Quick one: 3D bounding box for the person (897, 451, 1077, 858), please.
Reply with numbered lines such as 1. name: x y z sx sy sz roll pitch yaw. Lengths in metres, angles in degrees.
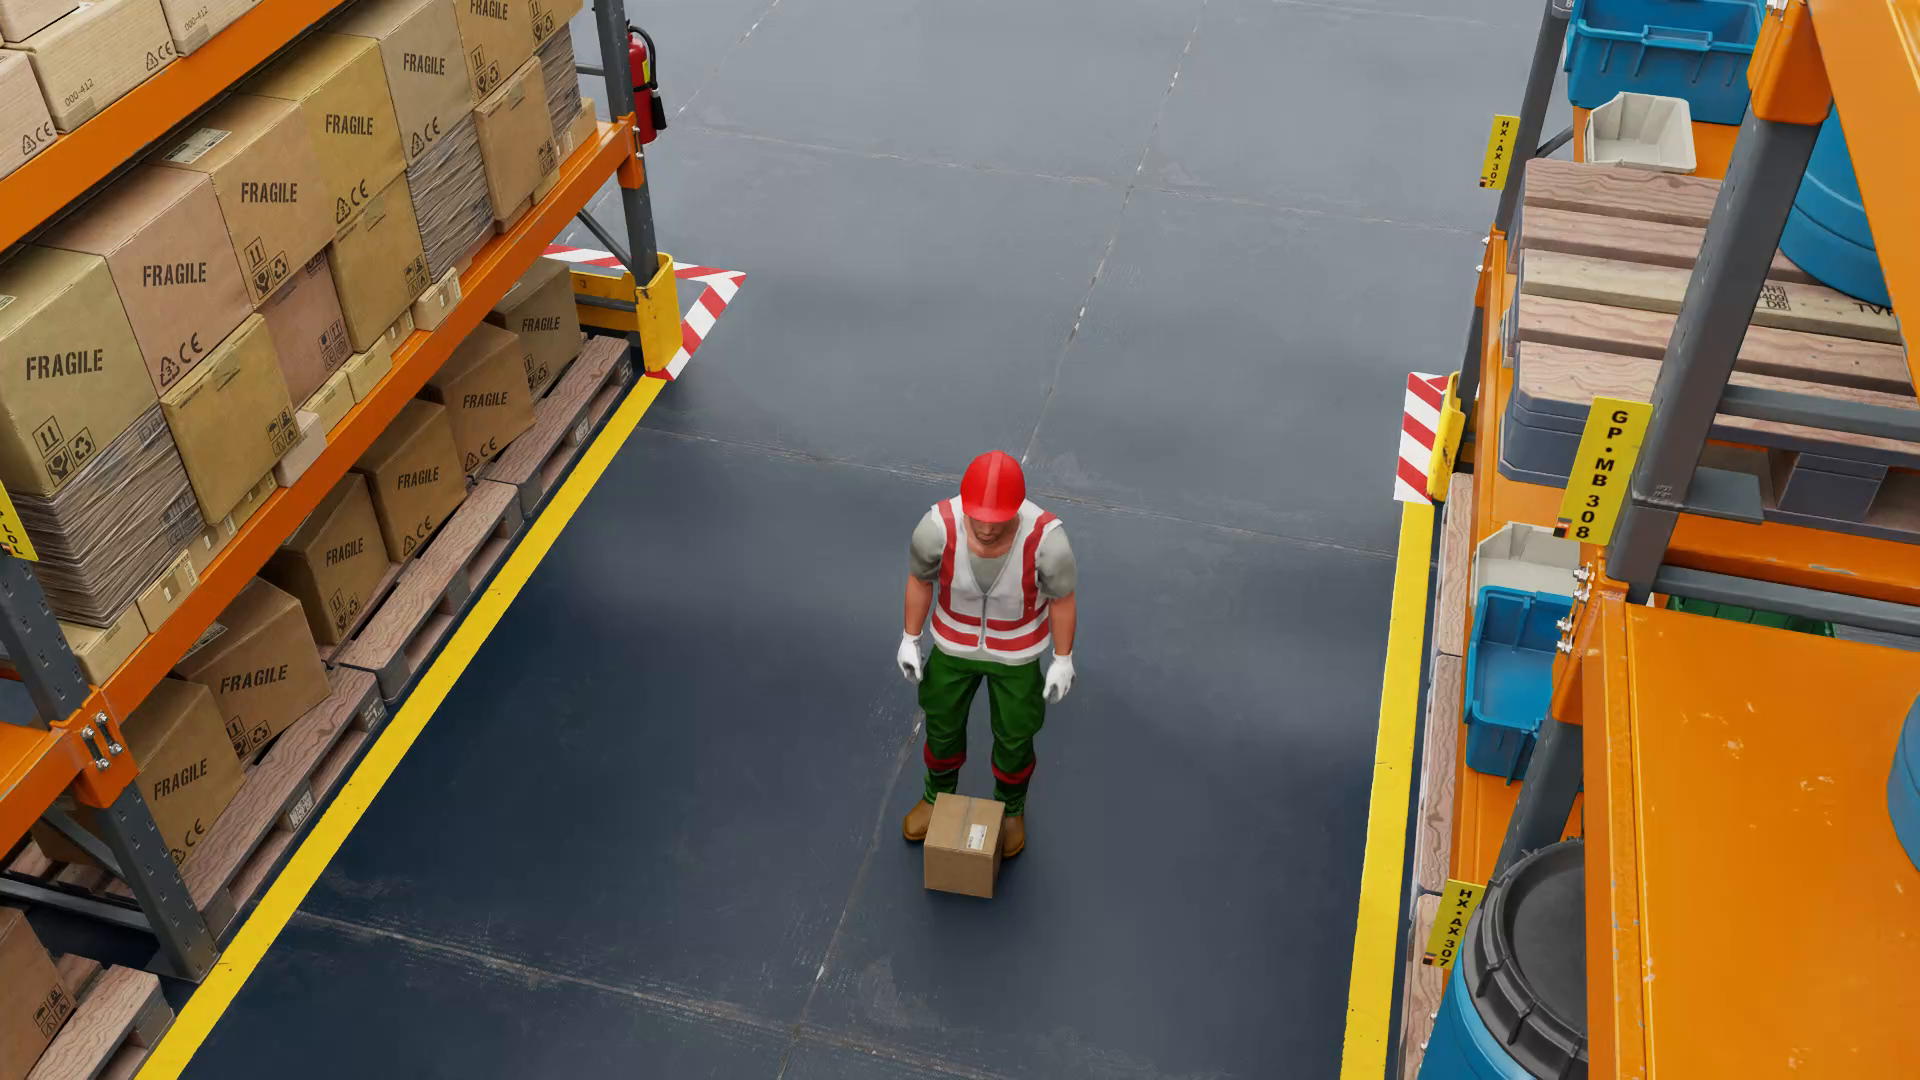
1. person: 0.092 0.388 5.694 0.620 1.780 0.448 8 41 9
